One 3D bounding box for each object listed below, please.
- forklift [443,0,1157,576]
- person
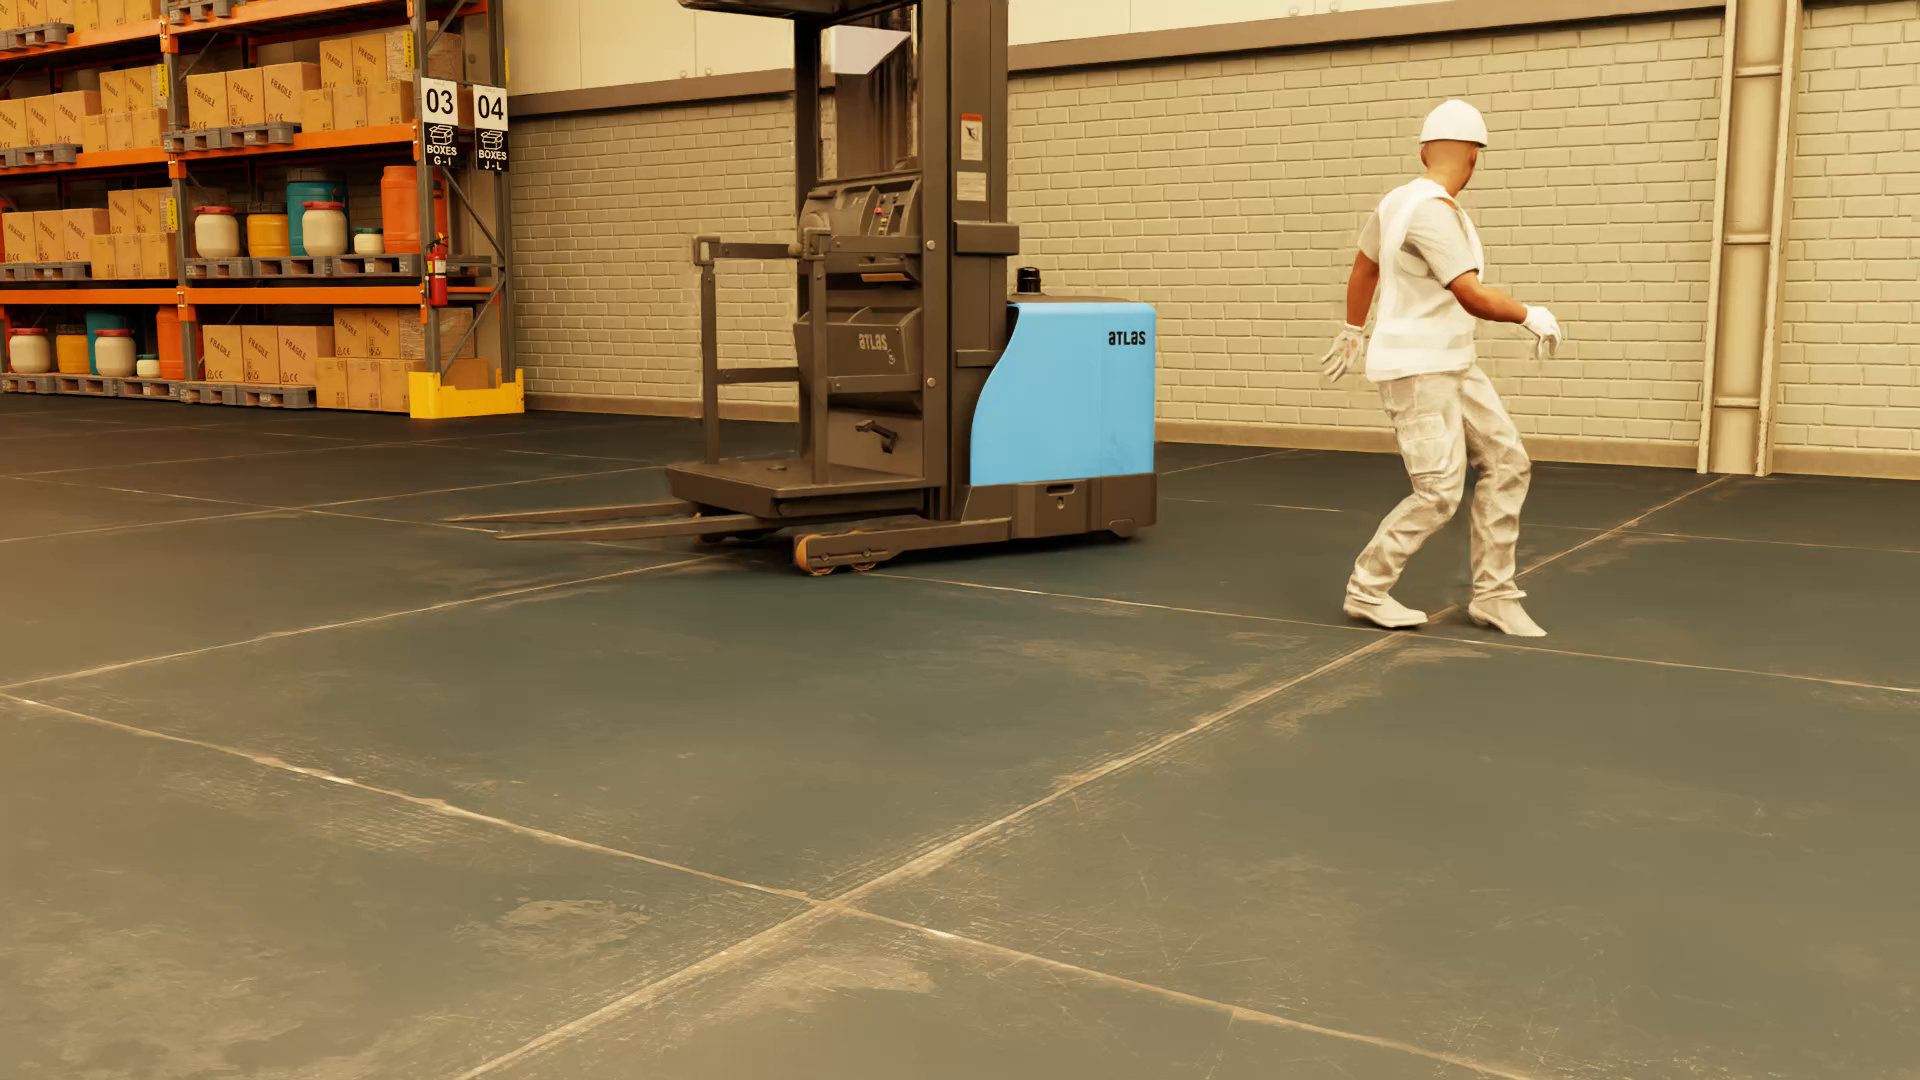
[{"bbox_3d":[-0.611,-1.394,6.992,3.031,2.935,1.130,-5,10,-33],"label":"forklift"},{"bbox_3d":[1.542,-0.534,5.467,0.869,1.775,0.620,4,9,29],"label":"person"}]
